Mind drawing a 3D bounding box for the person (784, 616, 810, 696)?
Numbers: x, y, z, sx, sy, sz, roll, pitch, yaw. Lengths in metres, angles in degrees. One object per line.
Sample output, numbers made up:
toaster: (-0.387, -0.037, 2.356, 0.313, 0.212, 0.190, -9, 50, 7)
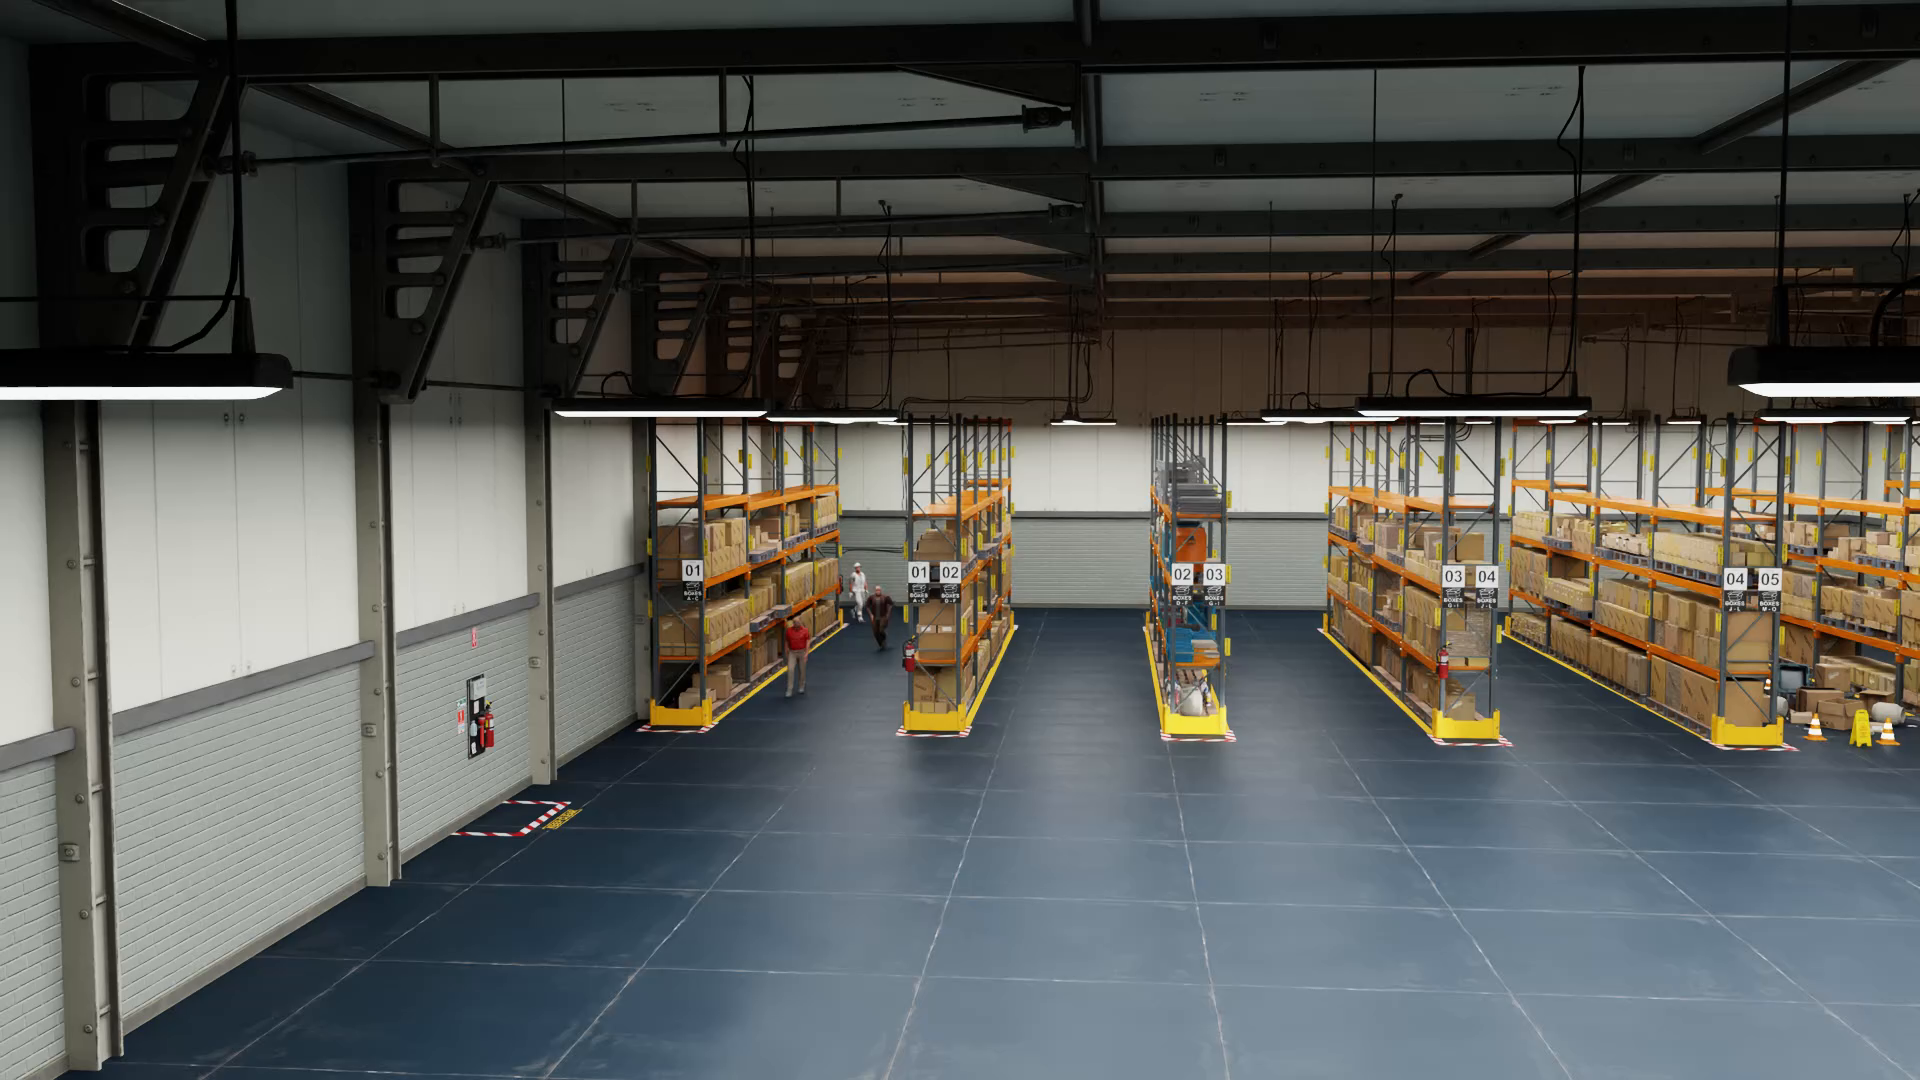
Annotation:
person: (-3.485, 2.462, 35.617, 0.547, 1.677, 0.976, 0, 4, -7)

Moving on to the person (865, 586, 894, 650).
person: (-2.069, 2.009, 42.812, 0.722, 1.688, 0.662, 1, 4, 12)

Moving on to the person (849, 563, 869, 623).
person: (-3.007, 1.541, 48.851, 0.860, 1.764, 0.528, 4, 5, 44)
